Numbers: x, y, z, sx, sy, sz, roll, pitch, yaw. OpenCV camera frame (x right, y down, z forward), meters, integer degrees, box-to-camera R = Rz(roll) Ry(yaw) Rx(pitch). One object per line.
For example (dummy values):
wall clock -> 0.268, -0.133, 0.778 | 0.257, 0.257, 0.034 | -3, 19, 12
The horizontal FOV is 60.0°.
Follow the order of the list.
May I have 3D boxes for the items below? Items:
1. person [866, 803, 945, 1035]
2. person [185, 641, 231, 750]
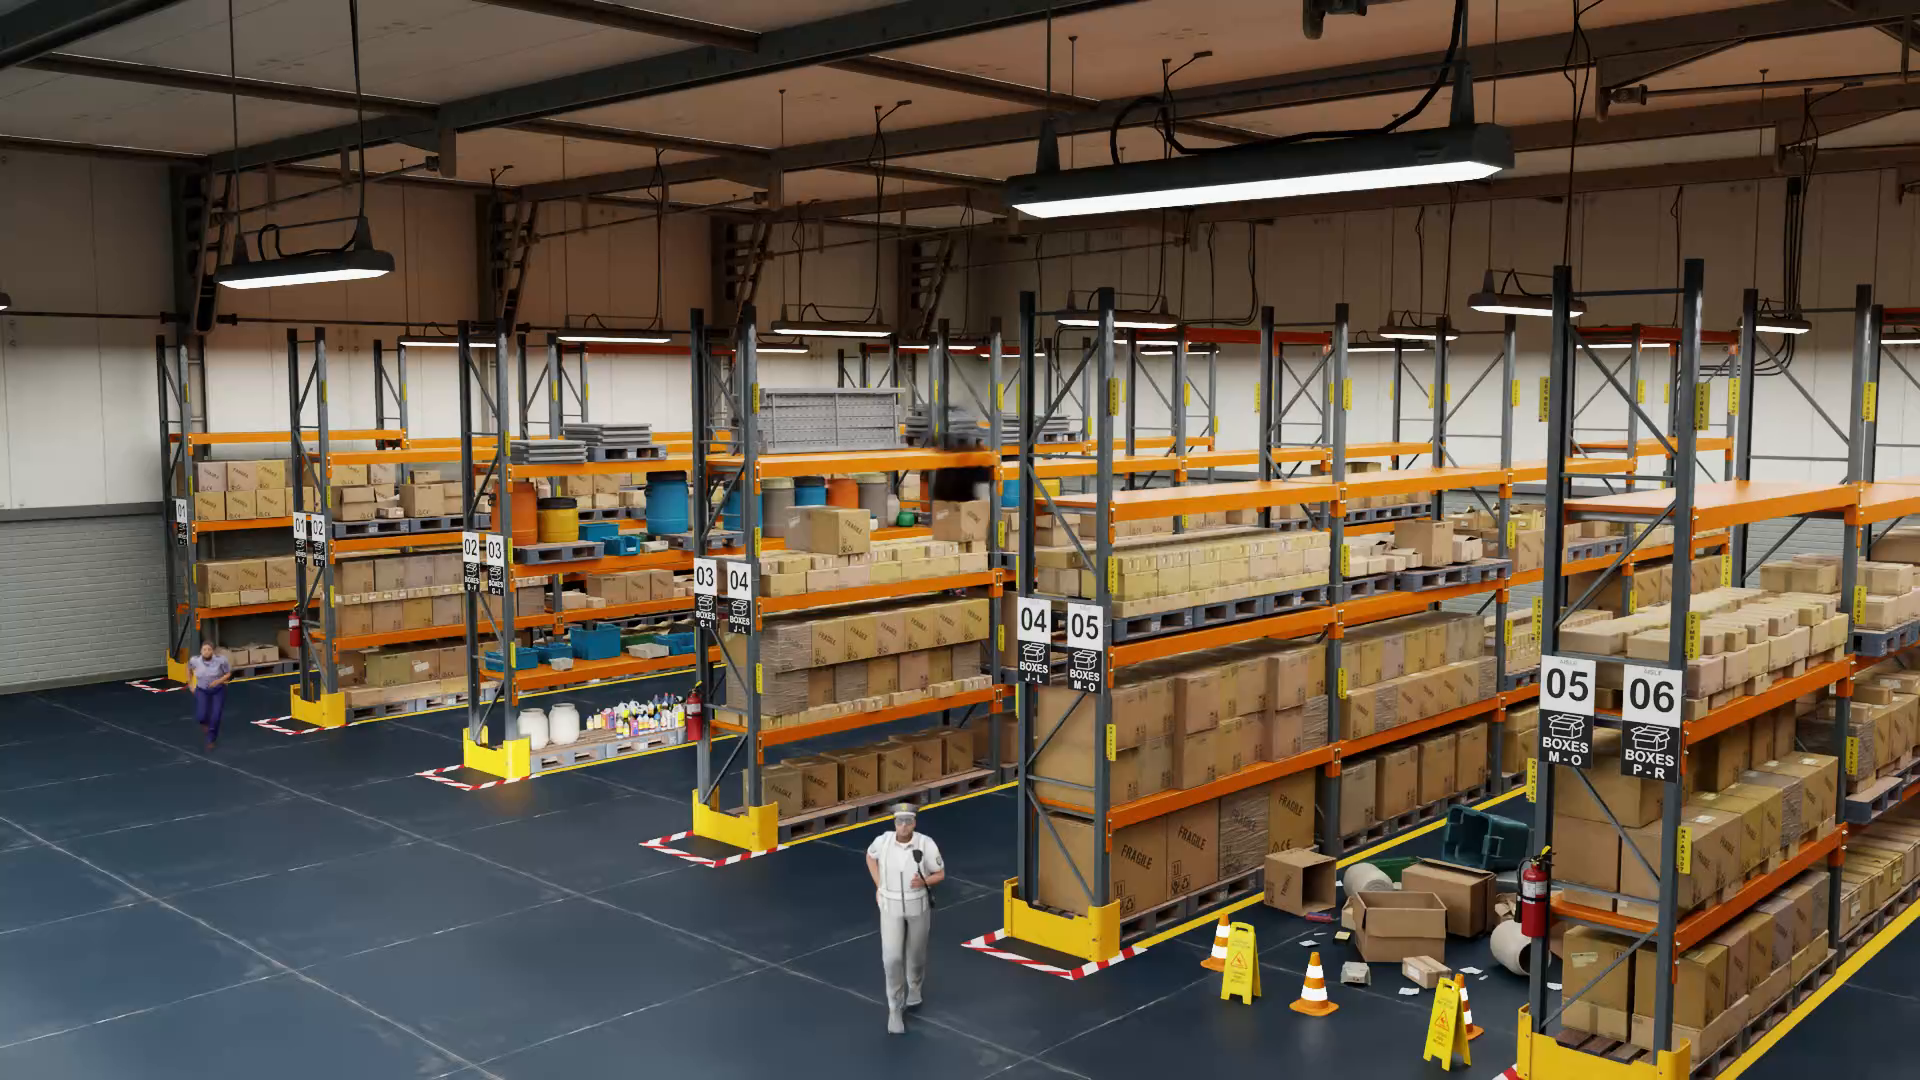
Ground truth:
person -> -0.444, 3.020, 13.497 | 0.652, 1.835, 0.744 | 0, 5, 0
person -> -10.611, 2.237, 23.497 | 0.588, 1.501, 0.682 | -2, 6, -23
